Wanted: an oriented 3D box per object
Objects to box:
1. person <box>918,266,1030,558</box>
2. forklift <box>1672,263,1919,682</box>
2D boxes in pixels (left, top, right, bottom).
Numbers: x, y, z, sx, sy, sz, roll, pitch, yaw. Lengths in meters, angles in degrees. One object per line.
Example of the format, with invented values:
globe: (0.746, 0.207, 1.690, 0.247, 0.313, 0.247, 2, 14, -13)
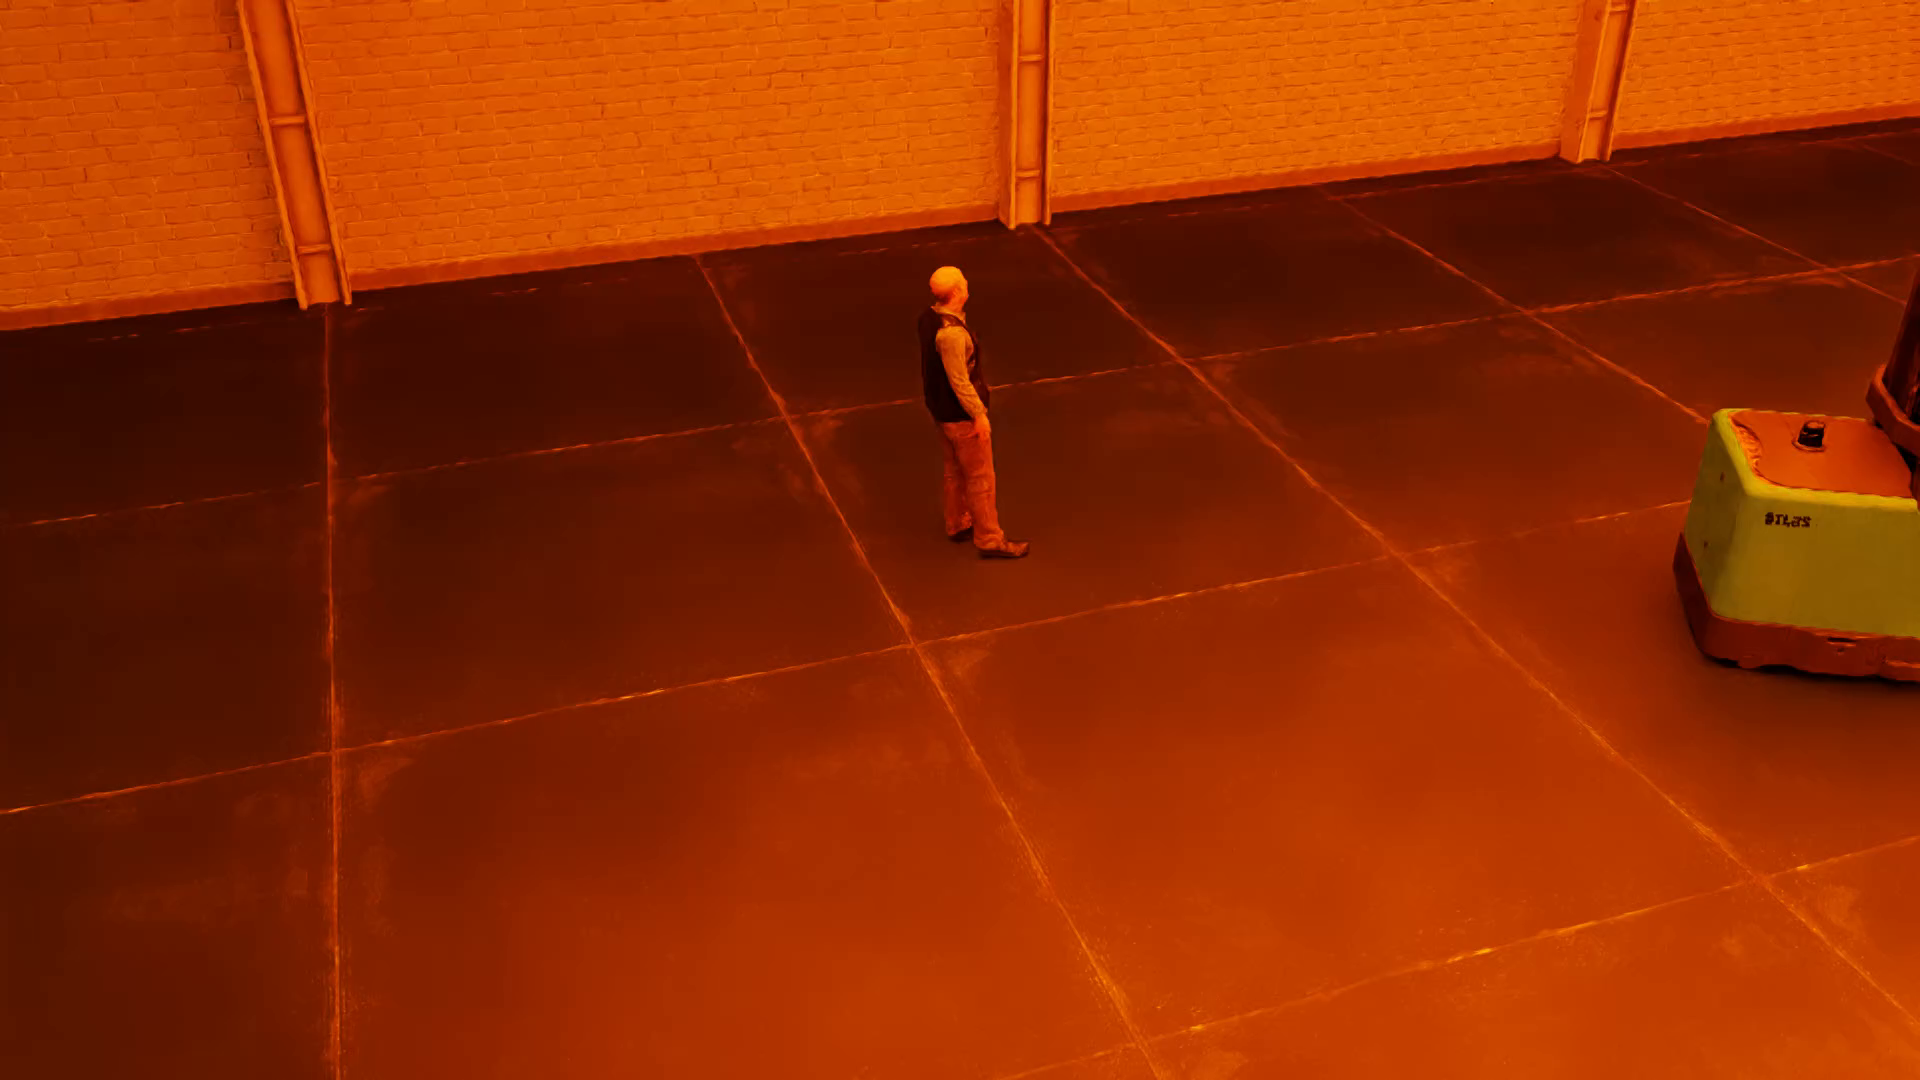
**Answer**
person: (0.062, -0.759, 9.604, 0.567, 1.720, 0.632, -10, 31, -16)
forklift: (5.520, -0.699, 8.302, 3.031, 2.935, 1.130, 6, 30, 10)
